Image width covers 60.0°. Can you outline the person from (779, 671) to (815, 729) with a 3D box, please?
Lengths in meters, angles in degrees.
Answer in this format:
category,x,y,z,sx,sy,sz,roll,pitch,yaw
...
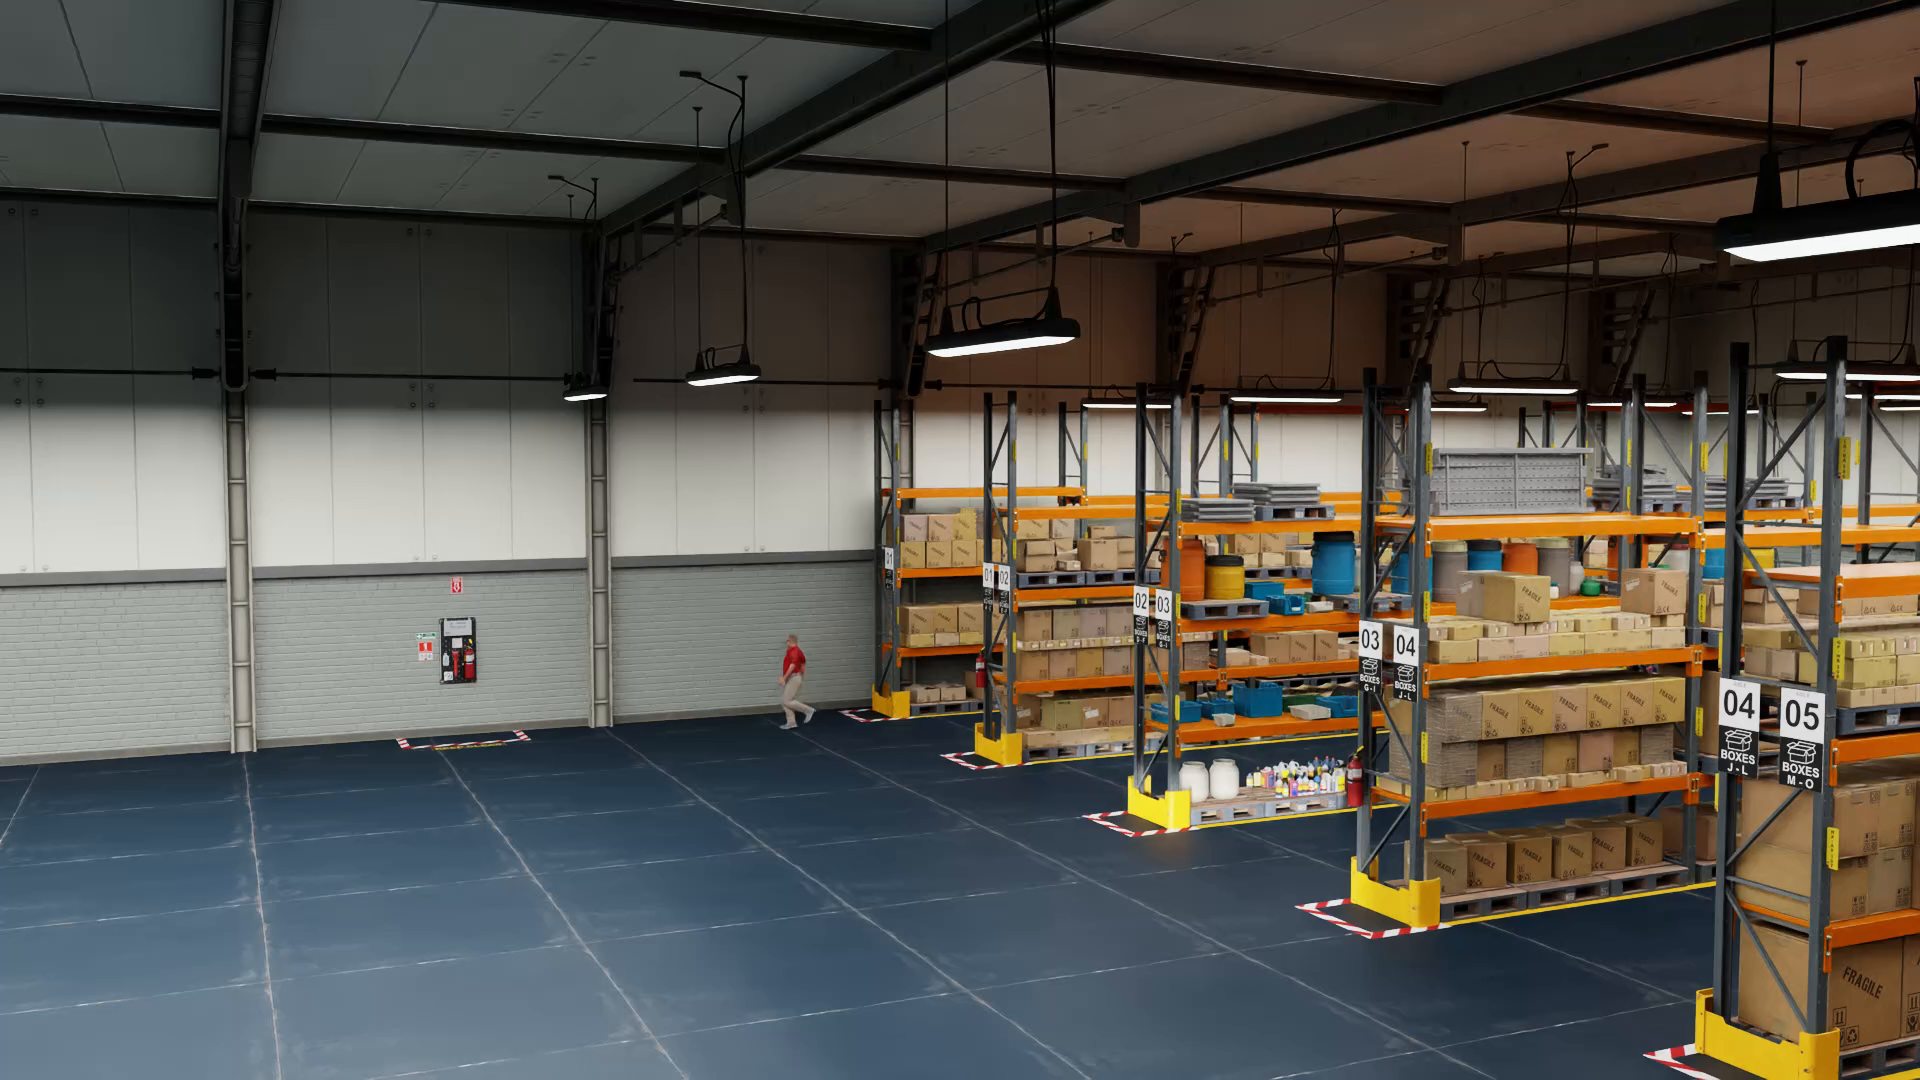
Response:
category,x,y,z,sx,sy,sz,roll,pitch,yaw
person,-2.962,2.914,30.131,0.643,1.016,0.453,0,3,3
